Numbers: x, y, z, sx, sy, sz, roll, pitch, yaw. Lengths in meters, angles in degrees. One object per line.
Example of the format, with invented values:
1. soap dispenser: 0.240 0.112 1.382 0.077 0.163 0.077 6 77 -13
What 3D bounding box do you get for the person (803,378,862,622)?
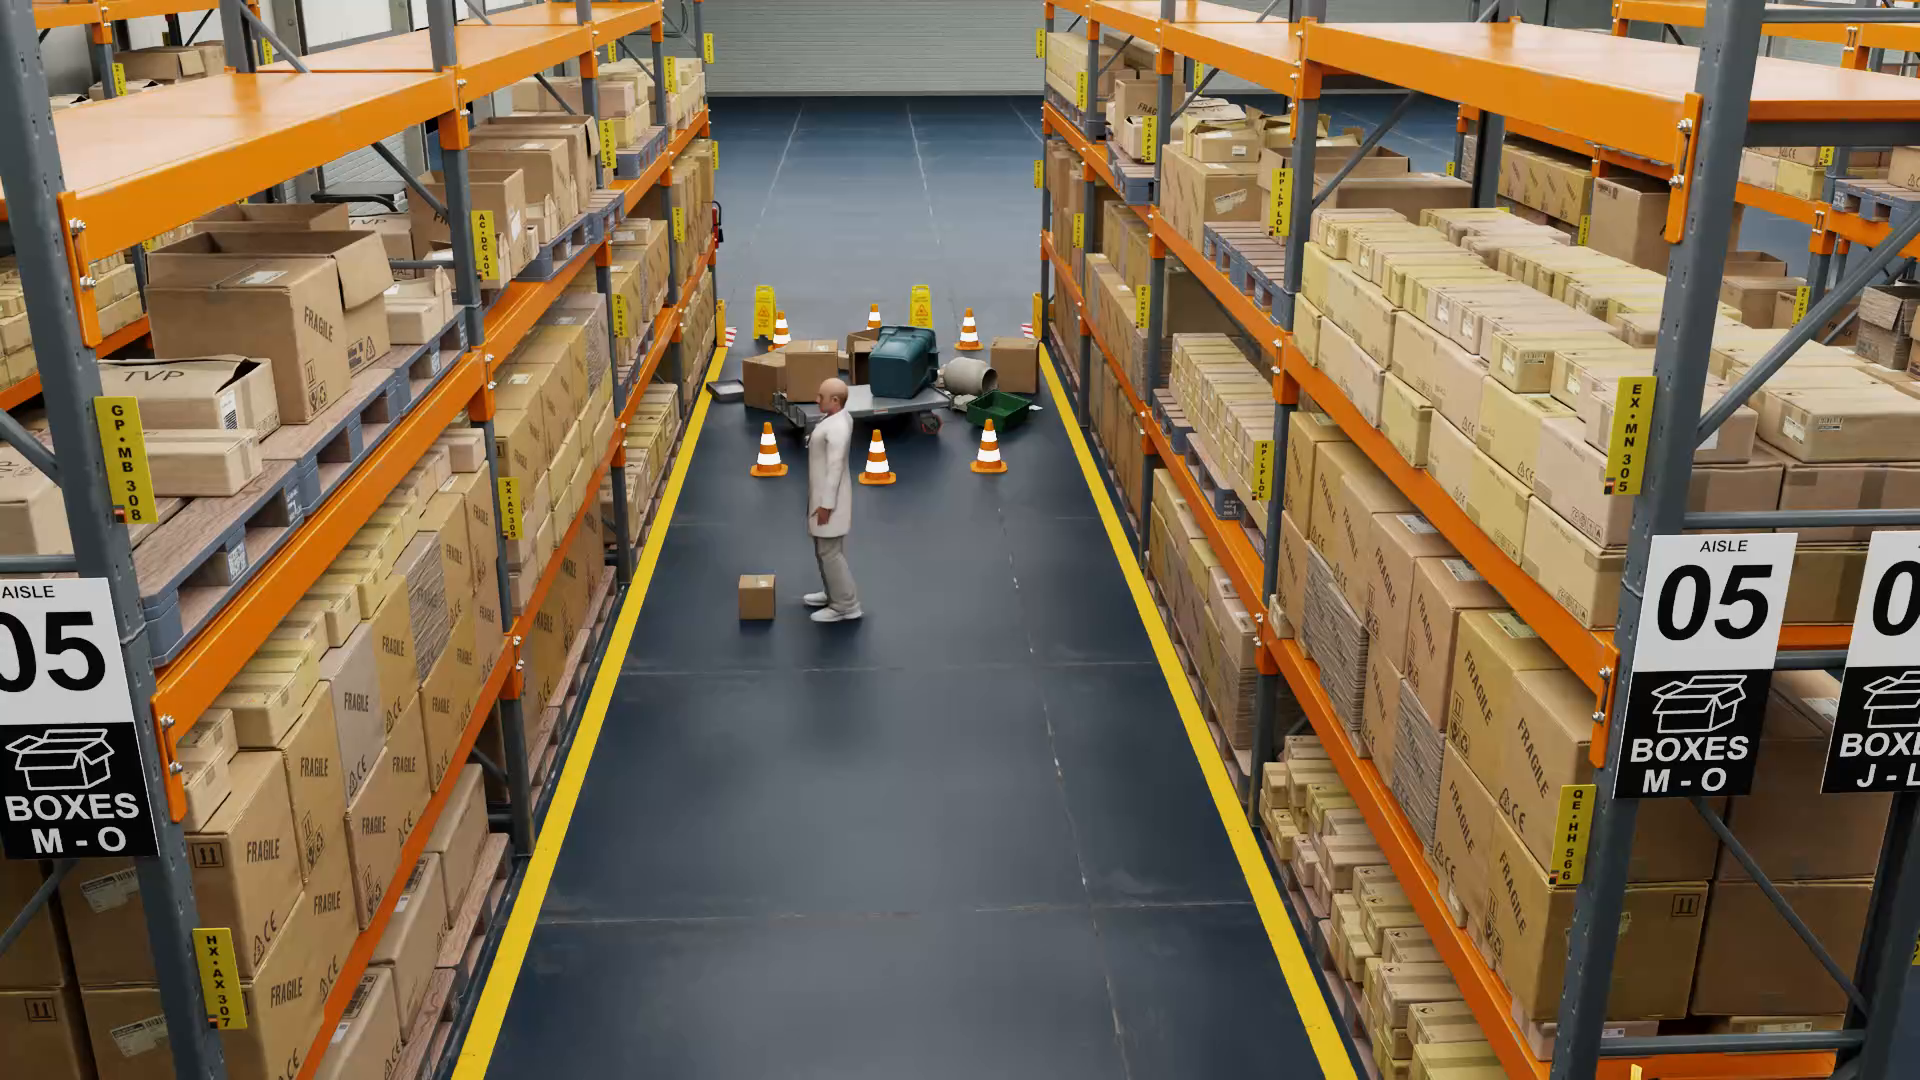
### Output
1. person: -0.939 -0.288 11.919 0.440 1.786 0.566 -1 20 -2
